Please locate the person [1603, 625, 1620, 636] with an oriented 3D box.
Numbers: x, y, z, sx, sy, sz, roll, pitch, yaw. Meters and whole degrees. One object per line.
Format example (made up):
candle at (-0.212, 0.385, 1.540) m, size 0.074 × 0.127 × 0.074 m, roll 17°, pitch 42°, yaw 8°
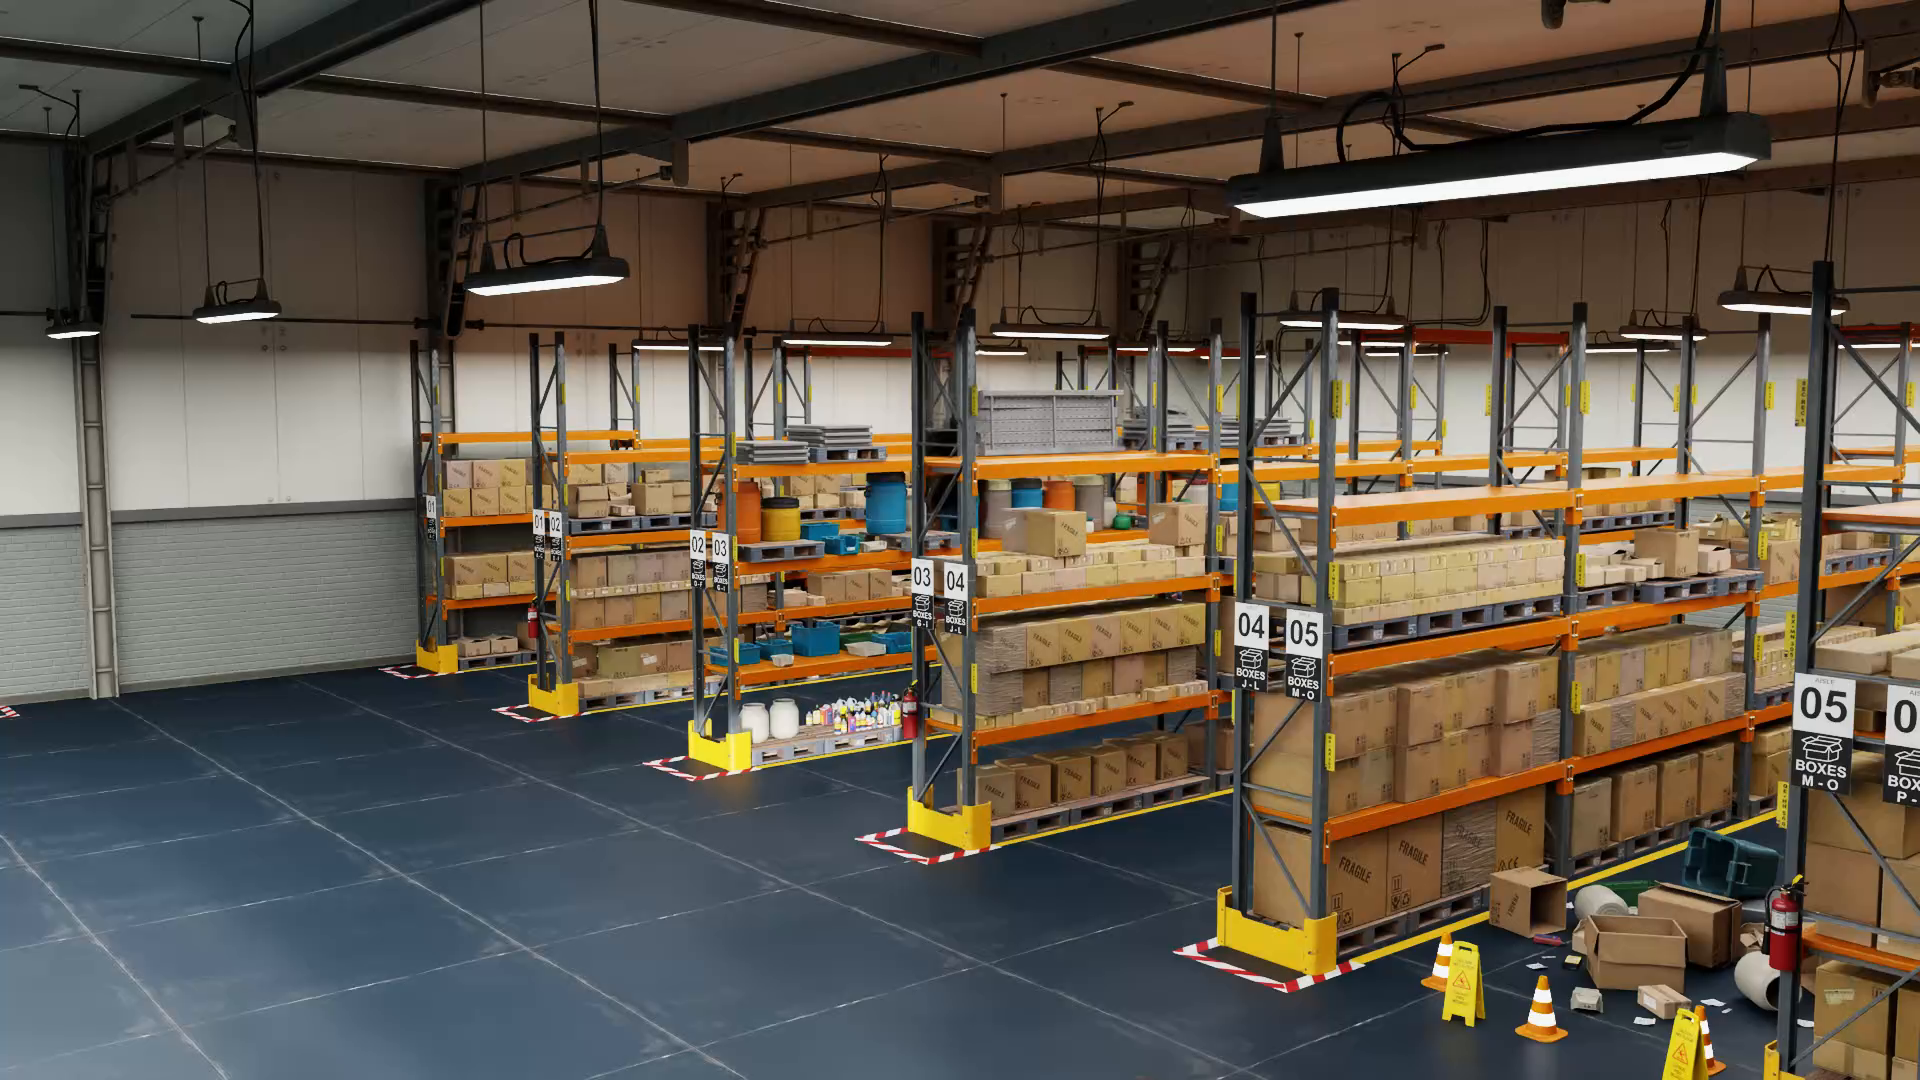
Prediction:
person at (9.635, 2.049, 24.664) m, size 0.732 × 1.664 × 0.616 m, roll -5°, pitch 7°, yaw -42°
